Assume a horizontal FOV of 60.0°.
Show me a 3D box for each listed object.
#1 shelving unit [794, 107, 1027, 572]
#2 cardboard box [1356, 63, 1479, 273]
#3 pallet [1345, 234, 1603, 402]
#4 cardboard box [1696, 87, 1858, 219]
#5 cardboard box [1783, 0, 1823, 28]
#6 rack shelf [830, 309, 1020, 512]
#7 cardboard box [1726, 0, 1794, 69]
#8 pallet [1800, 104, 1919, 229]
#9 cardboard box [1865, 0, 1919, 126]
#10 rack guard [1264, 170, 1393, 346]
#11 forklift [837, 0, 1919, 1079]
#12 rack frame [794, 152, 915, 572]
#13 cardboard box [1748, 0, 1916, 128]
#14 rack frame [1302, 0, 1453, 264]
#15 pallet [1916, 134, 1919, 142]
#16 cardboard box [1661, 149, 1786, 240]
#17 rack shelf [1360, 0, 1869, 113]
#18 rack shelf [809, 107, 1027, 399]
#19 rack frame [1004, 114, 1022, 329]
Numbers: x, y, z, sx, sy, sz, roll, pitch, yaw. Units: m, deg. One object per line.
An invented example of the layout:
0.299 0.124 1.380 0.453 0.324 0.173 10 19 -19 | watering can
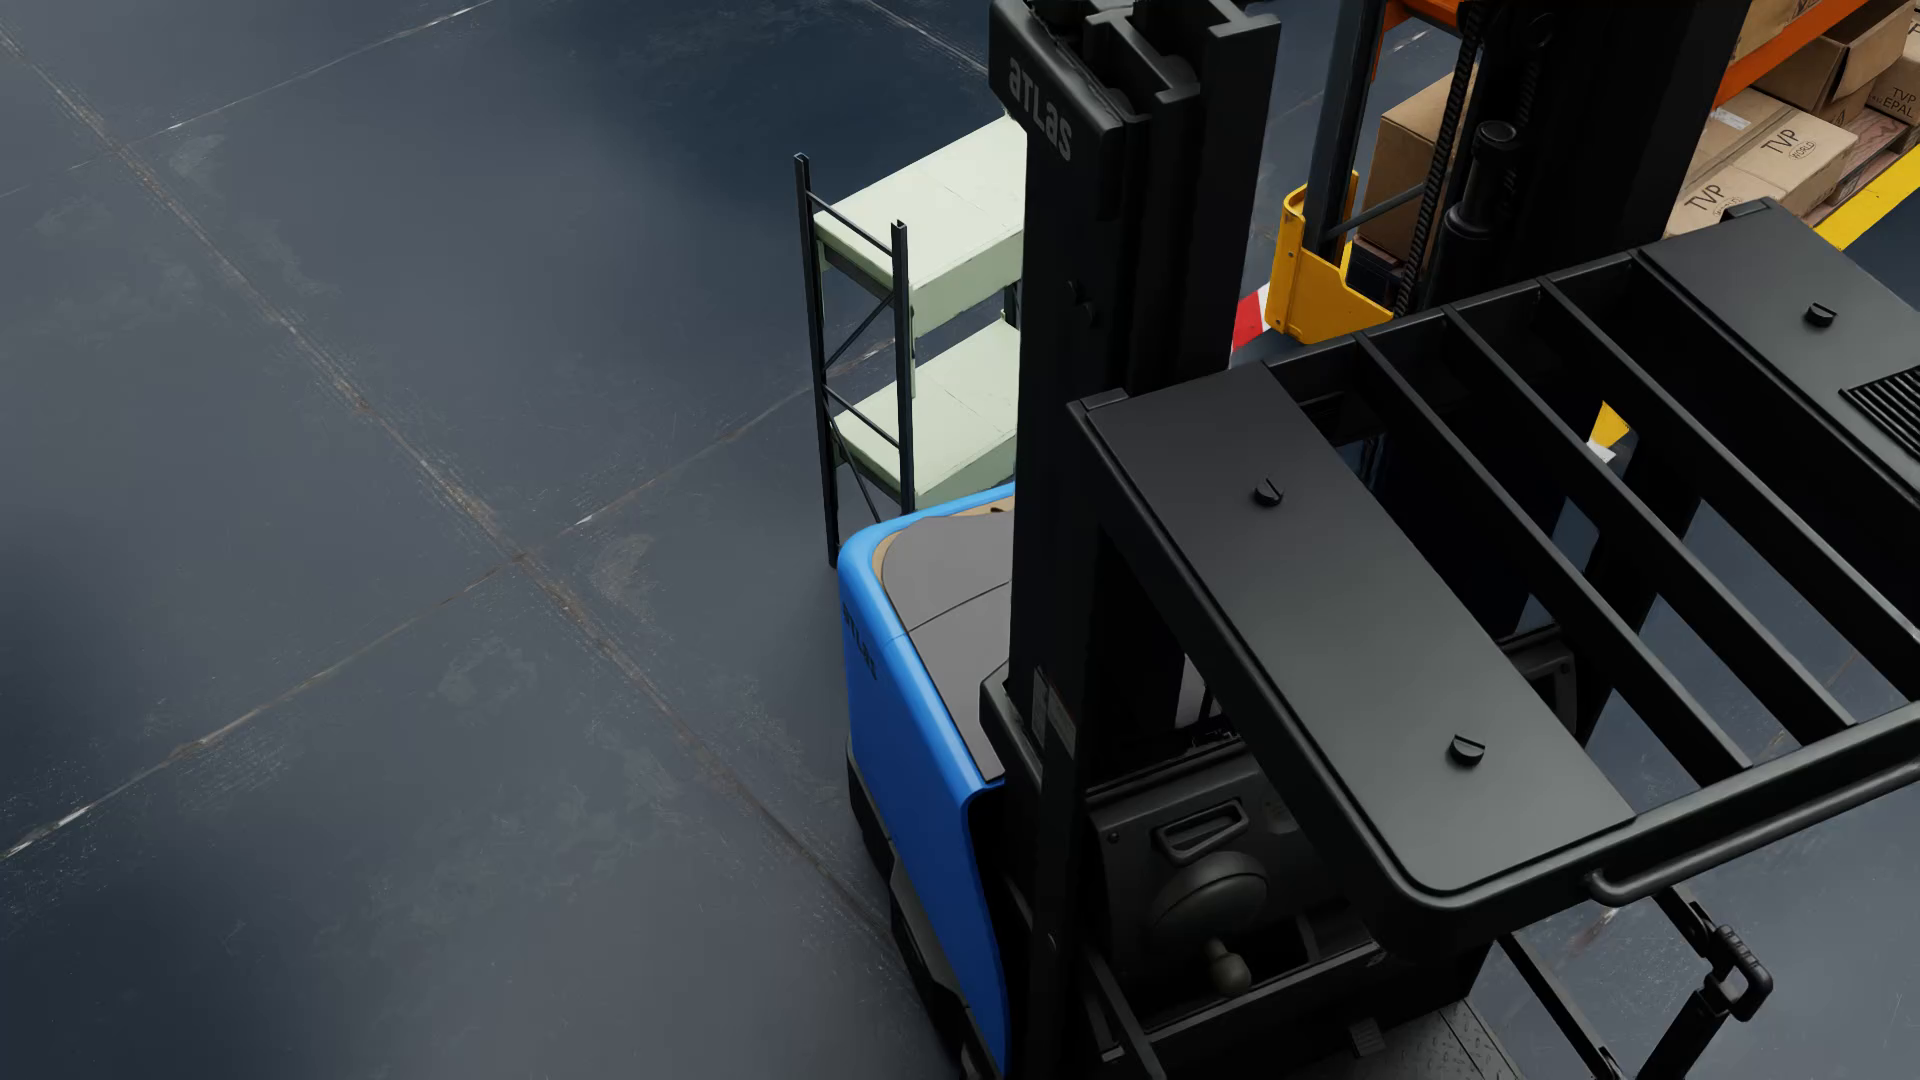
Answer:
0.005 -0.512 4.702 0.755 1.500 0.431 -34 56 -27 | shelving unit
1.768 -1.252 5.766 0.500 0.500 0.500 -34 56 -27 | cardboard box
2.177 -1.034 6.061 1.213 0.211 1.003 -34 56 -27 | pallet
2.865 -1.374 6.048 0.500 0.250 0.500 -34 56 -27 | cardboard box
2.415 -1.916 4.909 0.500 0.500 0.500 -34 56 -27 | cardboard box
0.005 -0.291 4.941 0.720 0.370 0.431 -34 56 -27 | rack shelf
2.037 -1.658 4.671 0.500 0.500 0.500 -33 55 -26 | cardboard box
3.079 -1.634 6.615 1.213 0.211 1.003 -34 56 -27 | pallet
3.706 -1.956 6.544 0.500 0.311 0.500 -34 56 -27 | cardboard box
1.588 -0.738 5.590 0.348 0.500 1.175 -34 56 -27 | rack guard
0.746 0.581 2.719 1.130 2.935 3.031 -17 50 -15 | forklift
-0.266 -0.331 4.535 0.023 1.500 0.400 -34 56 -27 | rack frame
3.105 -1.896 6.358 0.637 0.503 0.797 -34 56 -27 | cardboard box
1.532 -1.548 4.637 0.127 3.000 1.000 -34 56 -27 | rack frame
3.982 -2.241 7.174 1.213 0.211 1.003 -34 56 -27 | pallet
2.495 -1.126 5.820 0.500 0.250 0.500 -34 56 -27 | cardboard box
3.011 -2.293 5.814 4.000 0.370 1.077 -34 56 -27 | rack shelf
0.005 -0.777 4.415 0.720 0.370 0.431 -34 56 -27 | rack shelf
0.276 -0.693 4.869 0.023 1.500 0.400 -34 56 -27 | rack frame
